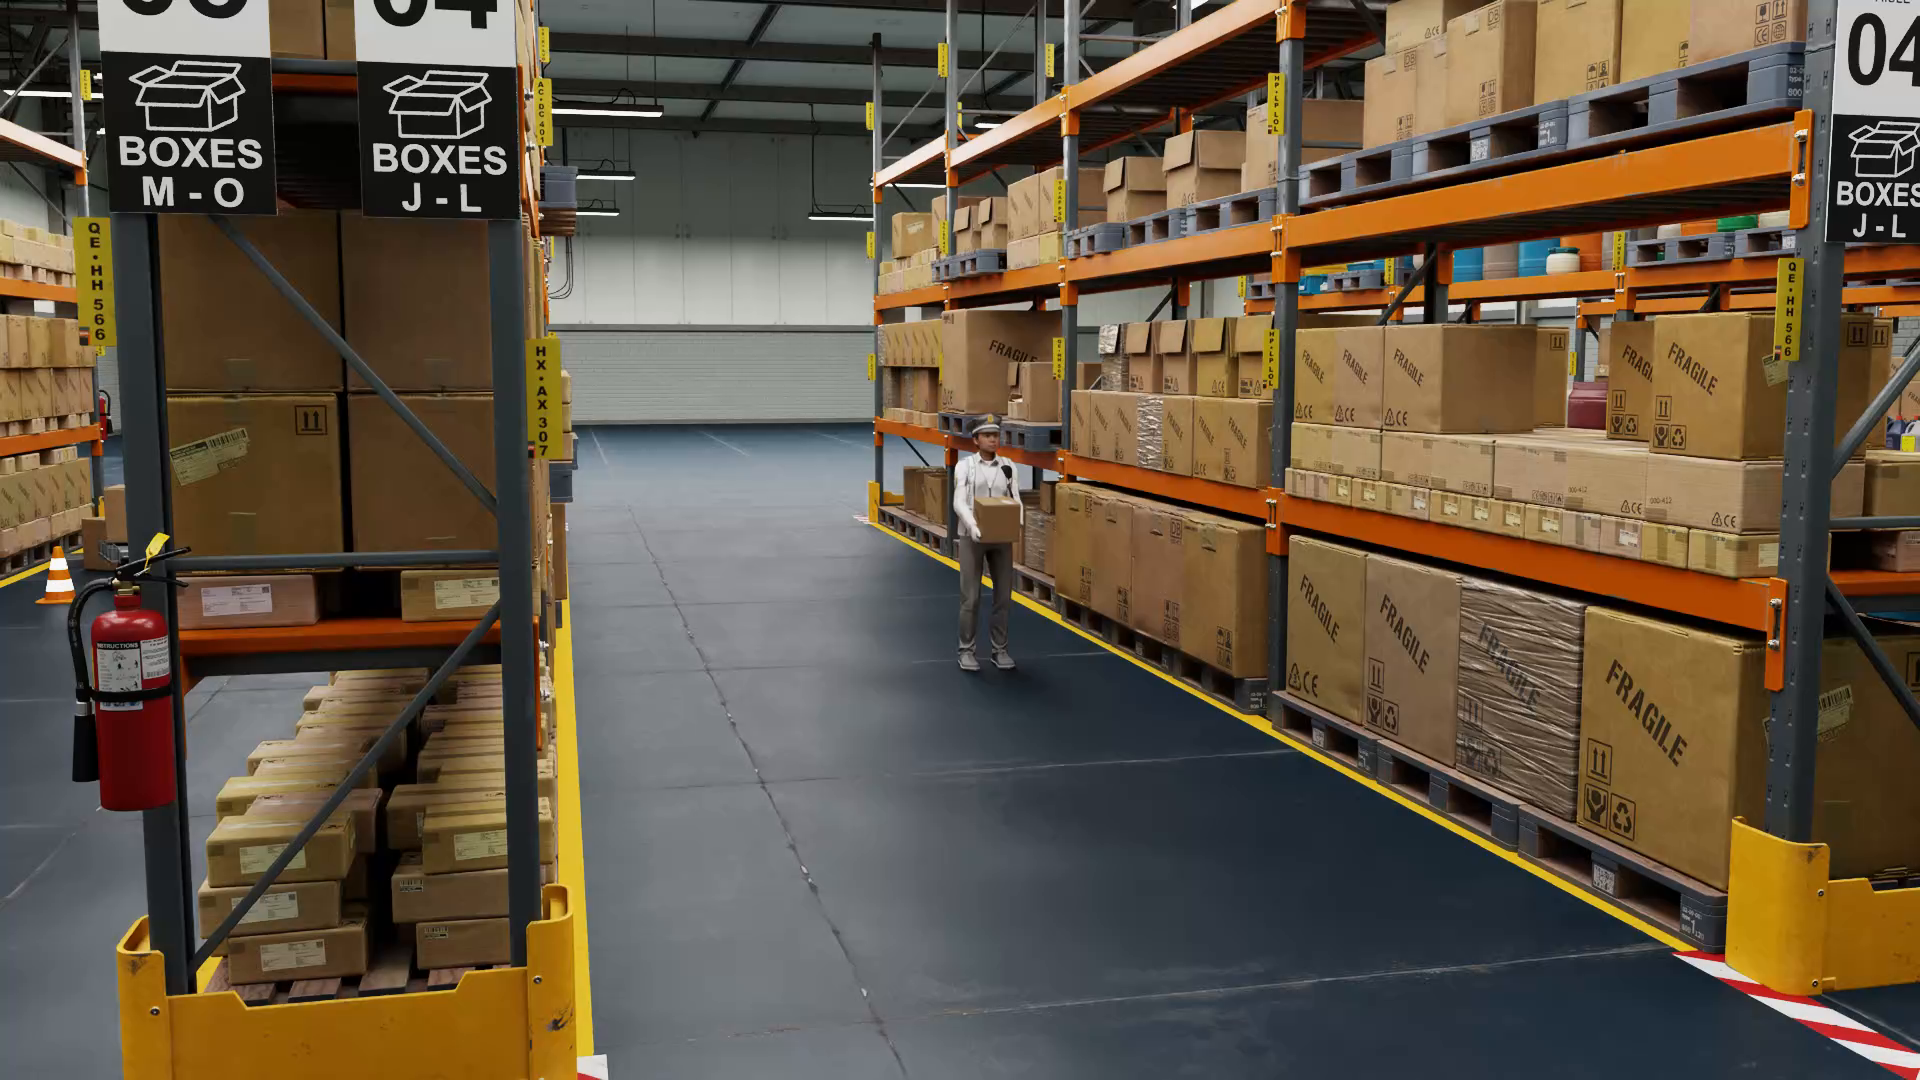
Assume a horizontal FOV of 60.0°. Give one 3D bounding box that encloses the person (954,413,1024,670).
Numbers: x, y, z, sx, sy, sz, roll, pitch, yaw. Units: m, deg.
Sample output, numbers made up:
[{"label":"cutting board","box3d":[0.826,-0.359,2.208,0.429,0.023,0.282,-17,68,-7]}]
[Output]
[{"label":"person","box3d":[0.191,0.013,10.946,0.460,1.686,0.564,-2,6,-15]}]
